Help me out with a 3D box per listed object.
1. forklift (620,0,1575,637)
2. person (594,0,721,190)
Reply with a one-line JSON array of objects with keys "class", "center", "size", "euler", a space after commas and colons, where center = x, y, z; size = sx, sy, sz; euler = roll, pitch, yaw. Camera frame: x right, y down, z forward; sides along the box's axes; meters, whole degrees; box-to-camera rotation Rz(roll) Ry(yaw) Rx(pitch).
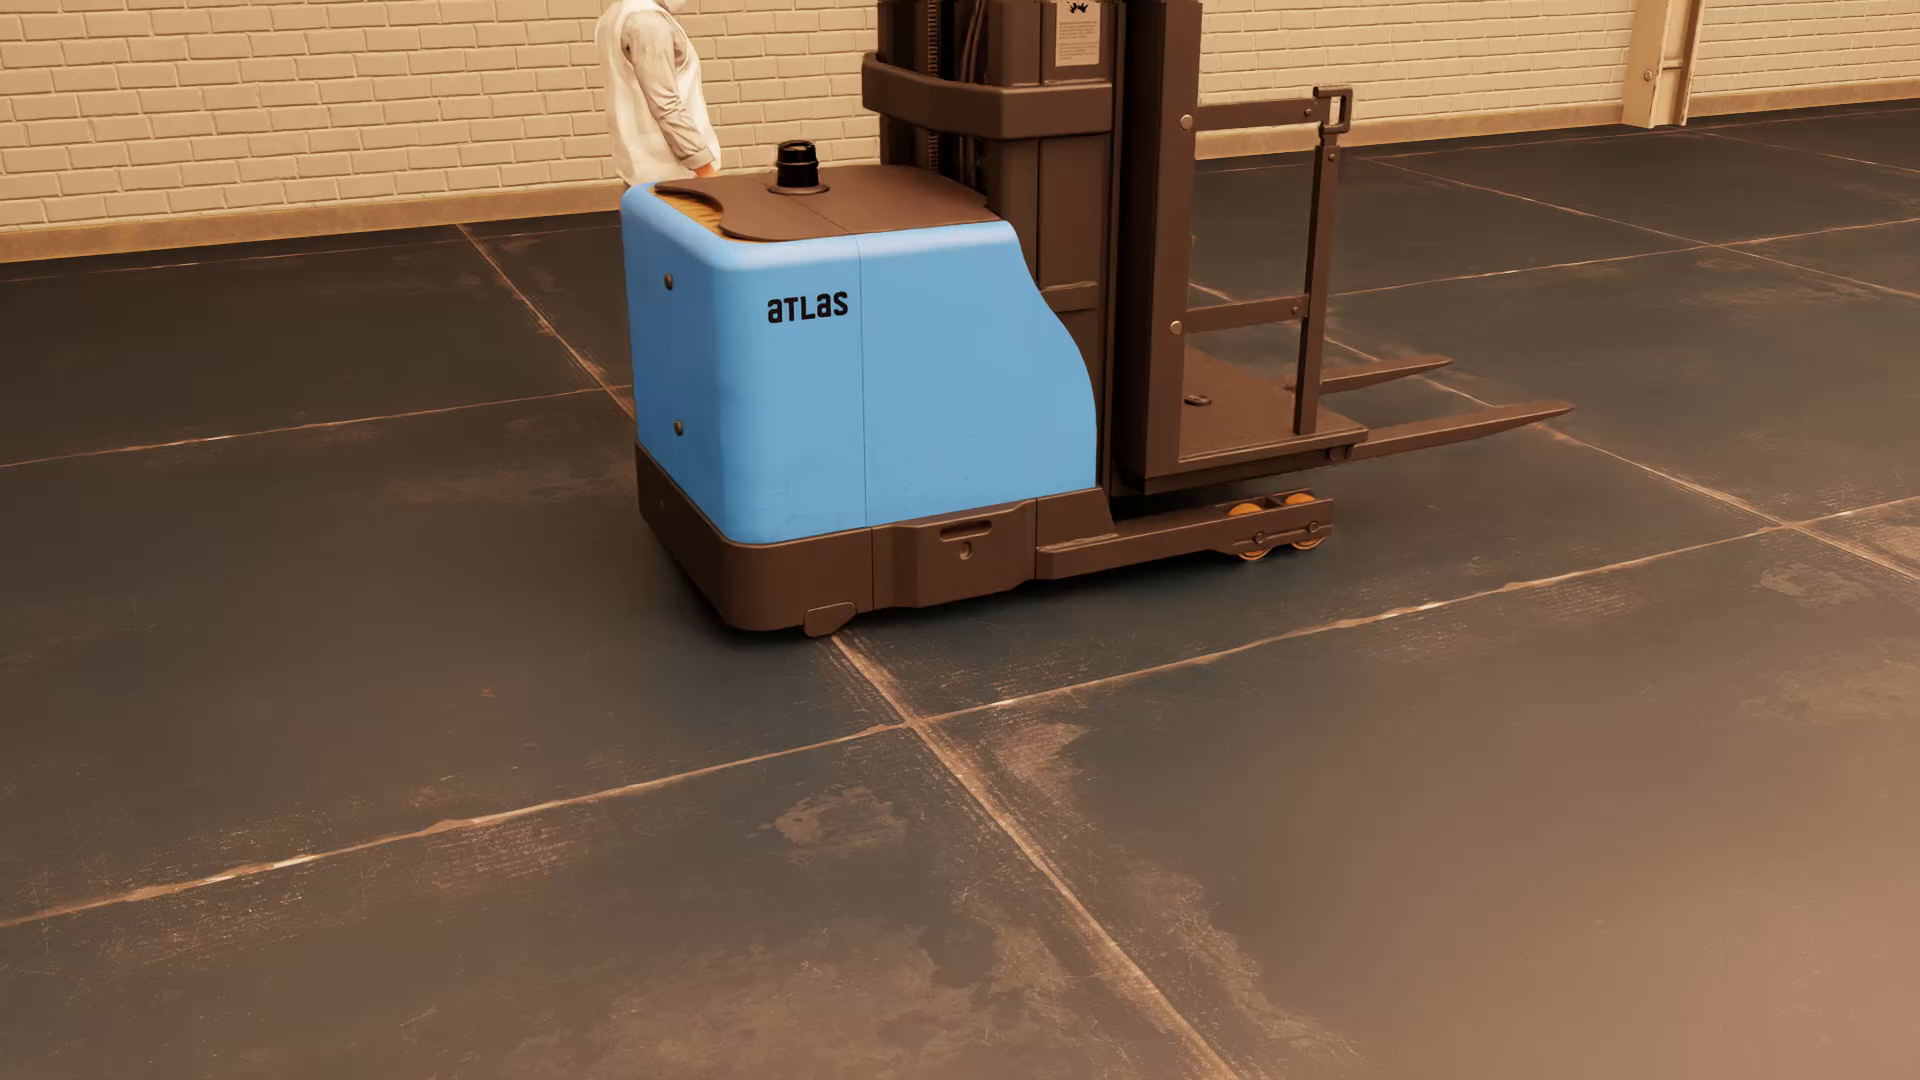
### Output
[{"class": "forklift", "center": [0.569, -1.465, 4.812], "size": [3.031, 2.935, 1.130], "euler": [-10, 25, -23]}, {"class": "person", "center": [-0.963, -1.312, 5.934], "size": [0.567, 1.773, 0.633], "euler": [-11, 25, -25]}]
